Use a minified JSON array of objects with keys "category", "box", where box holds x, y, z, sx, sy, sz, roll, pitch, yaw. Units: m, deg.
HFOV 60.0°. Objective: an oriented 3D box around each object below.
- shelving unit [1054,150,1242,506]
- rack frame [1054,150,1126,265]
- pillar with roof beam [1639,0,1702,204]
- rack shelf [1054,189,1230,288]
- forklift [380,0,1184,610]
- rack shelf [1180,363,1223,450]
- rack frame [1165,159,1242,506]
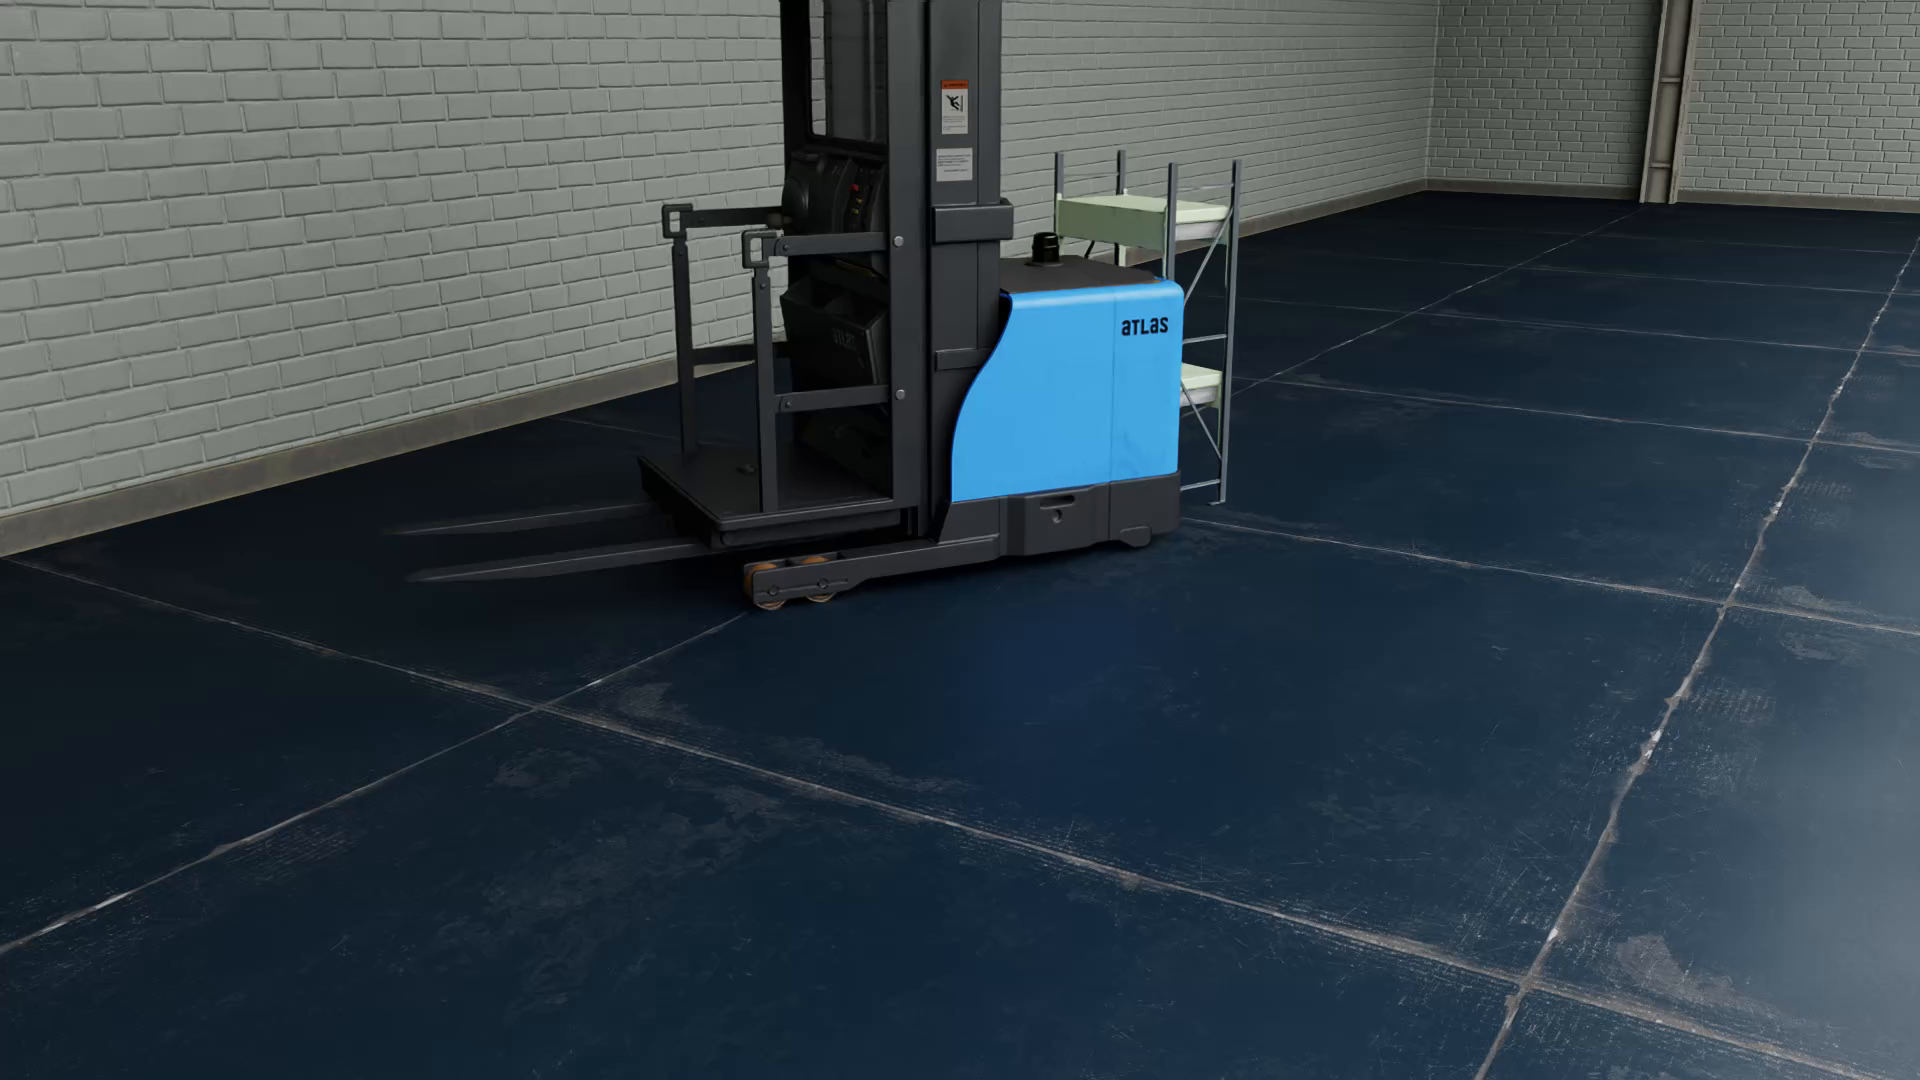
[{"category":"shelving unit","box":[0.803,-0.940,7.395,0.431,1.500,0.755,-12,21,-34]},{"category":"rack frame","box":[0.588,-1.026,7.678,0.400,1.500,0.023,-12,21,-34]},{"category":"pillar with roof beam","box":[6.479,-7.469,15.986,0.400,9.000,9.100,10,20,30]},{"category":"rack shelf","box":[0.804,-1.313,7.282,0.431,0.370,0.720,-12,21,-34]},{"category":"forklift","box":[-0.660,-1.324,6.198,3.031,2.935,1.130,-8,19,-24]},{"category":"rack shelf","box":[0.803,-0.628,7.490,0.431,0.370,0.720,-12,21,-34]},{"category":"rack frame","box":[1.019,-0.854,7.112,0.400,1.500,0.023,-12,21,-34]}]
